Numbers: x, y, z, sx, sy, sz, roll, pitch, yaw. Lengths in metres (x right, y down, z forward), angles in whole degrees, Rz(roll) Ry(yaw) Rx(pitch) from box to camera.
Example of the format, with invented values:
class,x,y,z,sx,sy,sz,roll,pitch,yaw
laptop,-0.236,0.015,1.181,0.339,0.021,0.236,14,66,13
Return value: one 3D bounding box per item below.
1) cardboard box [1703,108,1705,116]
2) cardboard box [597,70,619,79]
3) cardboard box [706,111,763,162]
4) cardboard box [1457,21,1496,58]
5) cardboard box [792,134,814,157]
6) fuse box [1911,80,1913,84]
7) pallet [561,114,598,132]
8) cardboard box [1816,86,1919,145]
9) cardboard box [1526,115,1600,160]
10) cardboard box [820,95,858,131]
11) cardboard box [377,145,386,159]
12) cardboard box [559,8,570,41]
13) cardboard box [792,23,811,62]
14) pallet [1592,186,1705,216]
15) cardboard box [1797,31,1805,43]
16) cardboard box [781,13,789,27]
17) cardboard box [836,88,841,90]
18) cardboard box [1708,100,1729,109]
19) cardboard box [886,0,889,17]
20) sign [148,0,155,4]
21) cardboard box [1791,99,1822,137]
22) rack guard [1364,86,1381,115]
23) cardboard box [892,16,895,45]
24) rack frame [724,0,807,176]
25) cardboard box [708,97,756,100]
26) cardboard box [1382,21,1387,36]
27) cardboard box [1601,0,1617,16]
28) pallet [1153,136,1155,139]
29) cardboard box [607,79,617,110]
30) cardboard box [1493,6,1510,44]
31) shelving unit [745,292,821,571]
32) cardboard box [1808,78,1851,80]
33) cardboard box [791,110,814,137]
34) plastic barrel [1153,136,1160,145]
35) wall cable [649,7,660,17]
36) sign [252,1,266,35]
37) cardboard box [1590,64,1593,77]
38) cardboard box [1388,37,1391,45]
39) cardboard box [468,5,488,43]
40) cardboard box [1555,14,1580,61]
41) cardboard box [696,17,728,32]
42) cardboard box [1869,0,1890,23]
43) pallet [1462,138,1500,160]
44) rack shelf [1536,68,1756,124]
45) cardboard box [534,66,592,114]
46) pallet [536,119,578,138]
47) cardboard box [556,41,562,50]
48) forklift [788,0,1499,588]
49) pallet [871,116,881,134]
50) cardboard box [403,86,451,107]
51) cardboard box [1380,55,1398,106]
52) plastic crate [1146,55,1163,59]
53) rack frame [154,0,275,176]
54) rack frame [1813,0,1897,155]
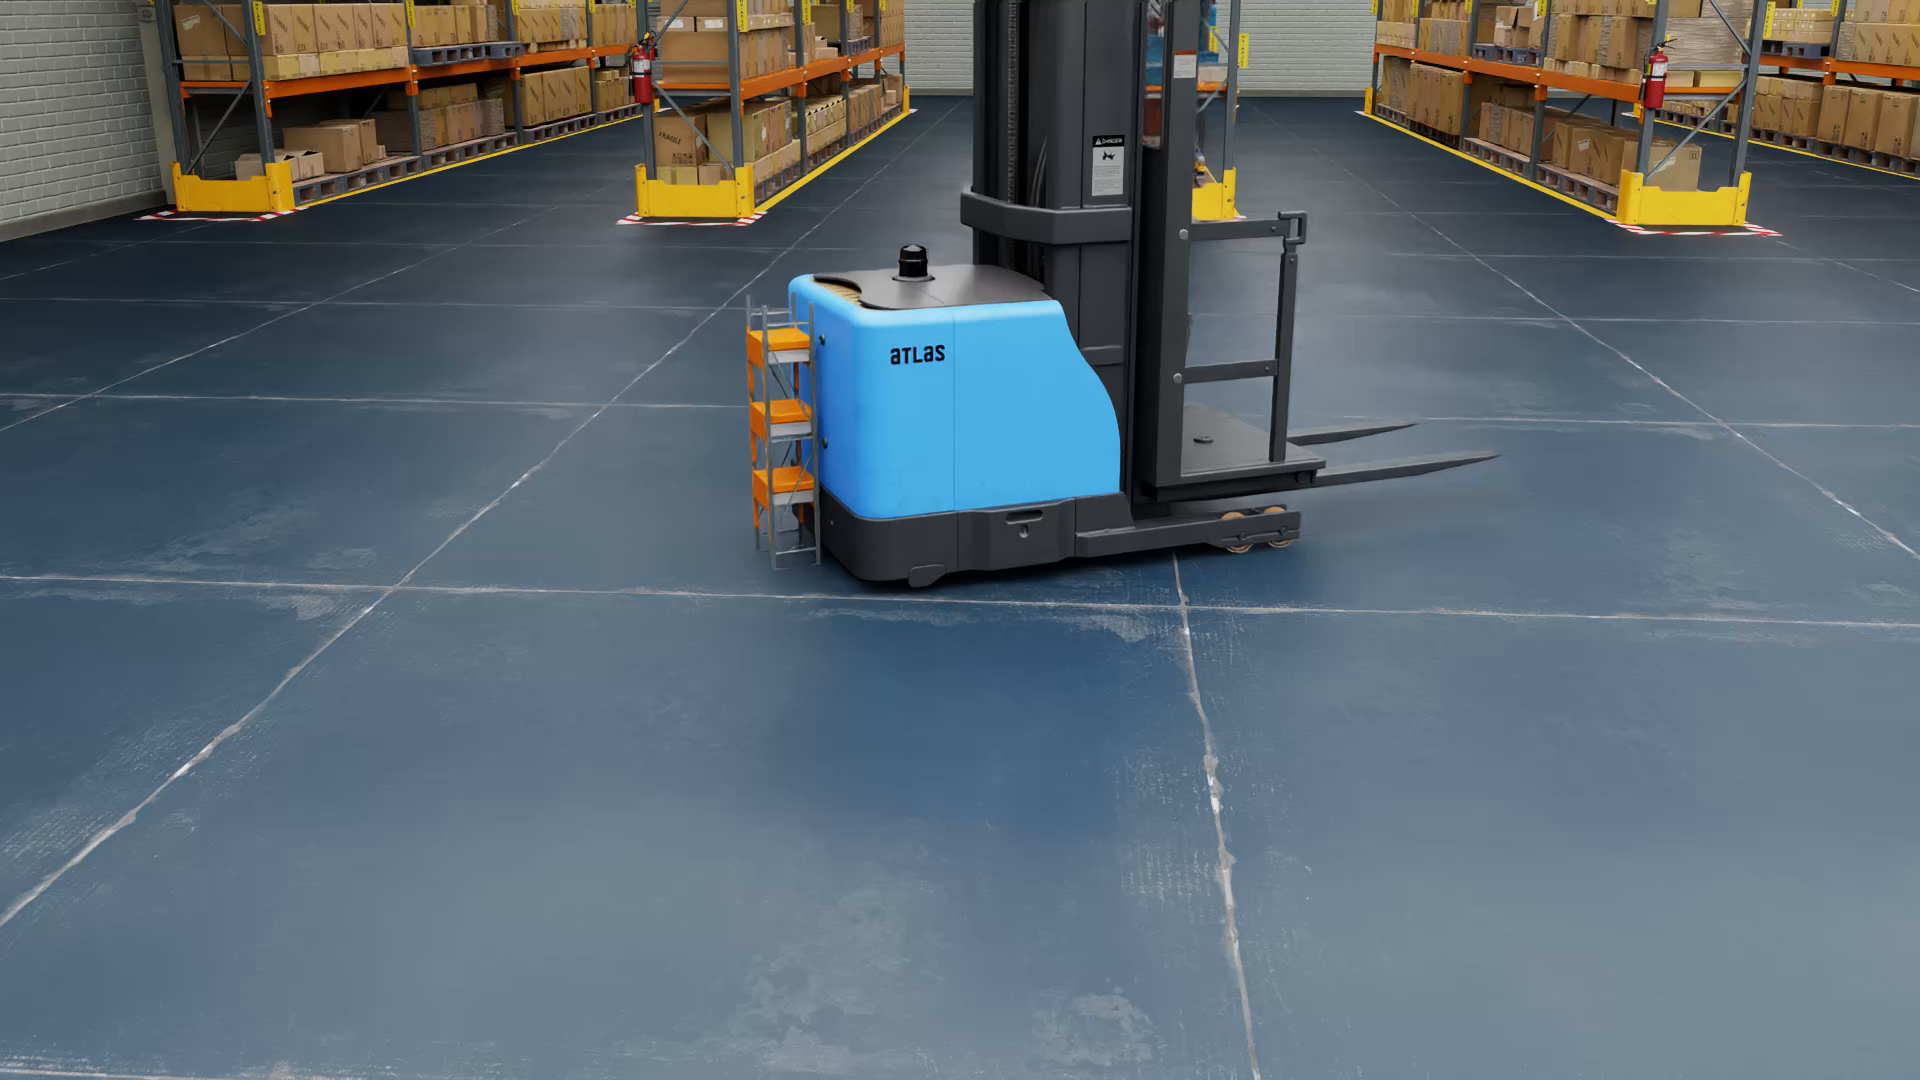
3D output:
class,x,y,z,sx,sy,sz,roll,pitch,yaw
cardboard box,12.754,-7.202,27.989,0.380,0.149,0.250,2,18,5
cardboard box,-6.398,-8.437,30.153,0.380,0.149,0.250,1,18,2
cardboard box,-2.423,-4.353,17.927,0.500,0.500,0.500,1,18,4
cardboard box,7.525,-7.255,24.087,0.500,0.500,0.500,2,18,6
cardboard box,-2.154,-5.041,21.233,0.500,0.250,0.500,1,18,3
fuse box,20.661,-10.360,35.791,0.539,1.711,0.414,1,18,4
pallet,-6.778,-7.056,28.119,1.003,0.211,1.213,1,18,4
cardboard box,12.544,-5.850,22.898,1.050,0.750,0.750,1,18,3
cardboard box,7.516,-5.018,20.728,0.700,0.500,0.500,0,18,0
cardboard box,-1.826,-6.427,25.029,0.500,0.500,0.500,2,18,6
cardboard box,-7.380,-4.834,20.702,0.380,0.166,0.250,-1,18,-3
cardboard box,-6.651,-8.358,26.942,0.500,0.500,0.500,1,18,4
cardboard box,-2.285,-6.634,22.190,0.500,0.500,0.500,1,18,4
pallet,7.263,-3.514,17.309,1.003,0.211,1.213,1,18,4
cardboard box,12.274,-7.227,23.892,0.380,0.149,0.250,1,18,4
cardboard box,-2.256,-6.219,19.882,0.380,0.149,0.250,1,18,3
cardboard box,-2.205,-7.069,26.987,0.500,0.500,0.500,2,18,5
cardboard box,12.669,-7.240,27.628,0.380,0.149,0.250,2,18,5
cardboard box,-1.506,-9.336,28.833,0.500,0.500,0.500,1,18,2
sign,-8.210,-5.615,16.875,0.100,0.325,0.005,1,18,4
cardboard box,12.464,-6.129,24.149,0.500,0.500,0.500,1,18,4
rack guard,8.312,-8.353,31.612,1.175,0.500,0.348,1,18,4
cardboard box,-1.442,-9.186,29.978,0.500,0.500,0.500,1,18,3
rack frame,-2.430,-6.029,20.505,1.000,3.000,0.127,1,18,4
cardboard box,-2.776,-5.141,20.332,0.500,0.500,0.500,1,18,4
cardboard box,7.976,-9.299,30.248,0.500,0.250,0.500,1,18,3
cardboard box,7.025,-5.715,17.304,0.500,0.500,0.500,1,18,4
pallet,2.812,-6.080,25.139,1.003,0.211,1.213,1,18,4
cardboard box,-6.603,-8.020,29.923,0.700,0.500,0.500,1,18,3
cardboard box,7.738,-7.127,23.022,0.500,0.500,0.500,-1,18,-3
shelving unit,-0.693,-0.424,6.531,0.215,1.050,0.252,-7,19,-20
cardboard box,13.053,-6.794,24.977,0.500,0.250,0.500,1,18,4
cardboard box,-2.152,-5.311,21.155,0.500,0.311,0.500,1,18,4
plastic barrel,2.230,-4.054,17.798,0.421,0.512,0.421,0,18,0
wall cable,-5.749,-12.989,37.099,3.097,2.526,0.112,1,18,4
sign,-7.117,-5.295,16.876,0.100,0.325,0.005,1,18,4
cardboard box,7.068,-5.082,18.019,0.380,0.149,0.250,1,18,4
cardboard box,7.866,-8.912,29.707,0.380,0.149,0.250,1,18,3
cardboard box,-7.121,-7.317,23.568,0.700,0.500,0.500,0,18,-1
cardboard box,7.286,-5.702,18.871,0.875,0.500,0.500,1,18,4
cardboard box,-2.474,-5.259,16.954,0.380,0.149,0.250,1,18,4
cardboard box,12.600,-7.133,22.108,0.700,0.500,0.500,1,18,3
pallet,7.680,-5.481,23.311,1.003,0.211,1.213,1,18,4
rack shelf,7.307,-4.843,18.043,1.077,0.370,4.000,1,18,4
cardboard box,-6.715,-7.596,28.066,0.750,0.750,0.750,1,18,5
pallet,-6.863,-6.676,26.960,1.003,0.211,1.213,1,18,4
cardboard box,-6.674,-8.008,26.916,0.380,0.149,0.250,1,18,2
forklift,0.859,-1.483,6.742,3.031,2.935,1.130,-7,19,-20
pallet,-1.877,-6.935,27.748,1.003,0.211,1.213,1,18,4
cardboard box,-7.273,-6.043,22.652,0.500,0.250,0.500,1,18,2
cardboard box,8.345,-8.523,30.854,0.875,0.875,0.875,1,18,4
plastic crate,2.013,-4.968,17.505,0.499,0.251,0.408,1,18,4
rack frame,-7.658,-4.896,17.047,1.000,3.000,0.127,1,18,4
rack frame,12.677,-6.907,23.184,1.000,3.000,0.127,1,18,4
